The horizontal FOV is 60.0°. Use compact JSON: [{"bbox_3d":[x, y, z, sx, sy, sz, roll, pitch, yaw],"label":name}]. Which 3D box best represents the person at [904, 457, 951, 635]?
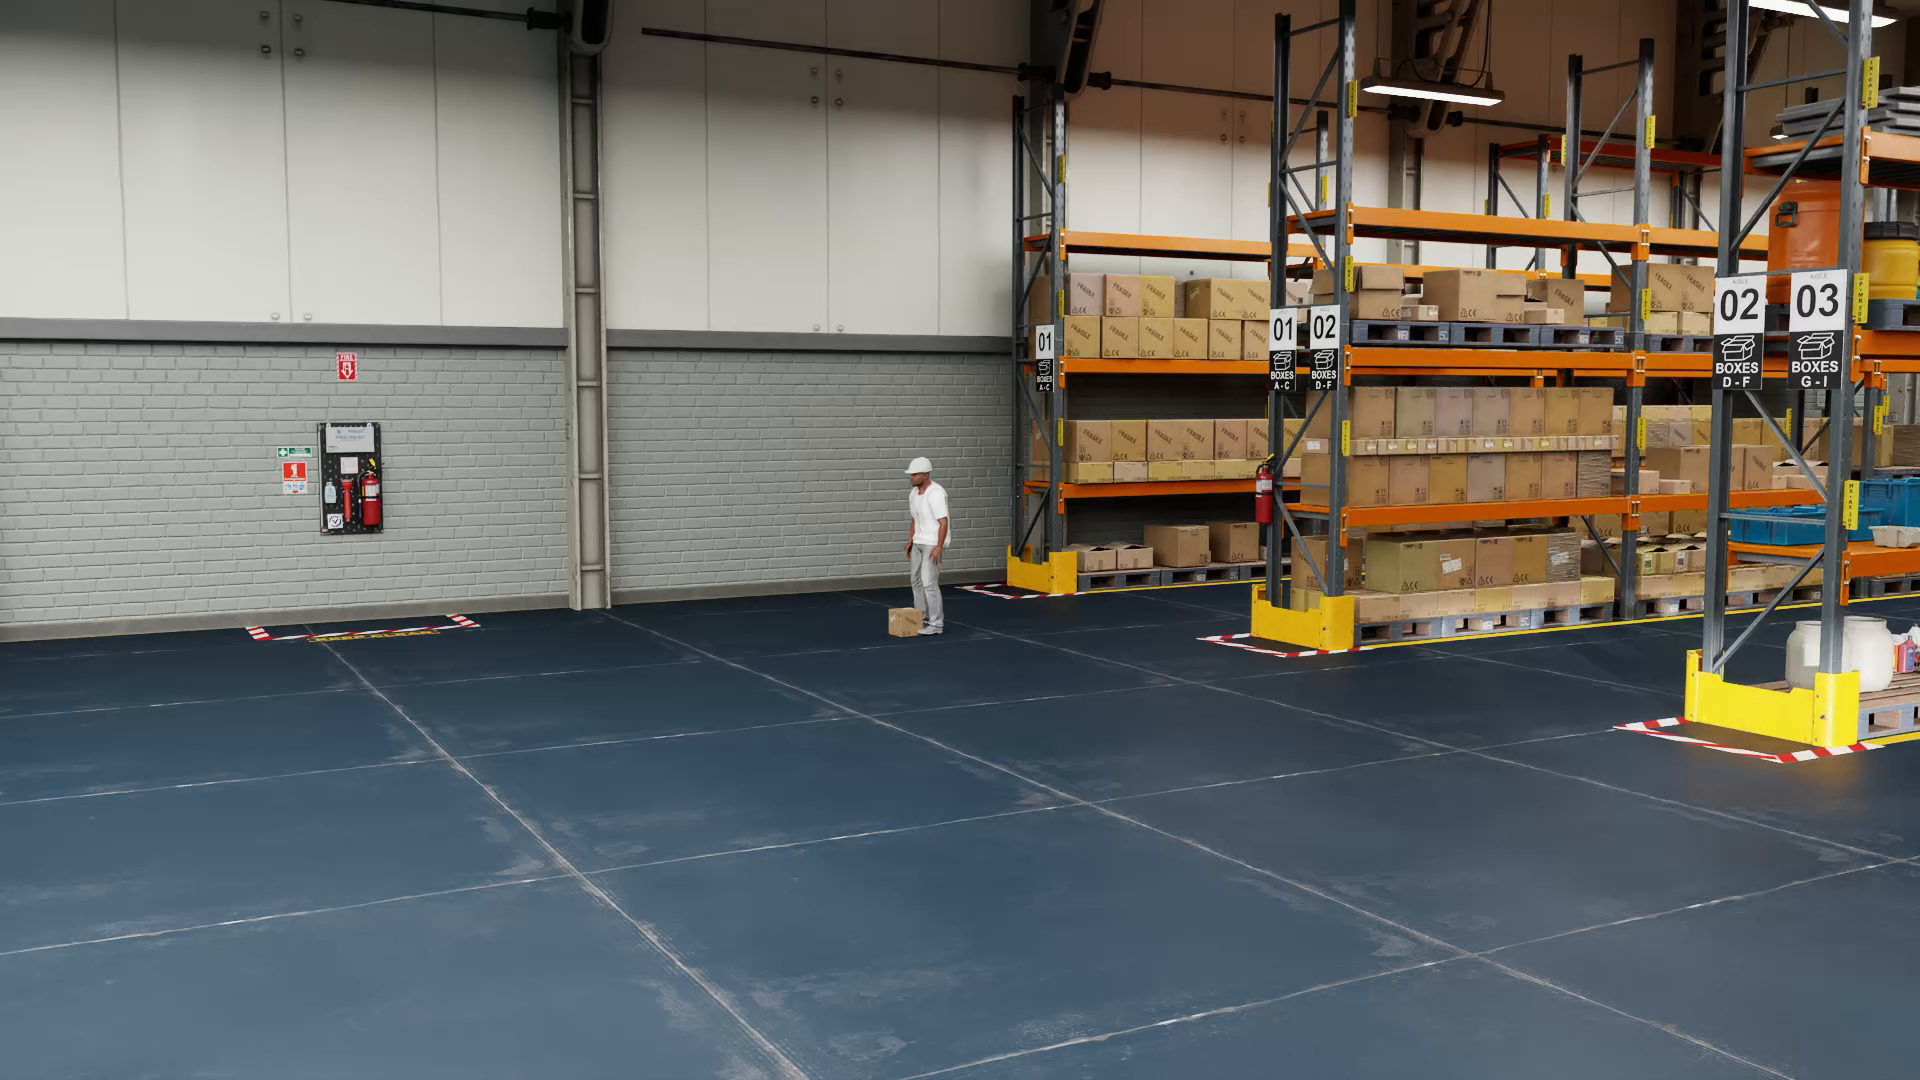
[{"bbox_3d":[-0.348,0.053,16.540,0.462,1.760,0.635,-3,6,-30],"label":"person"}]
